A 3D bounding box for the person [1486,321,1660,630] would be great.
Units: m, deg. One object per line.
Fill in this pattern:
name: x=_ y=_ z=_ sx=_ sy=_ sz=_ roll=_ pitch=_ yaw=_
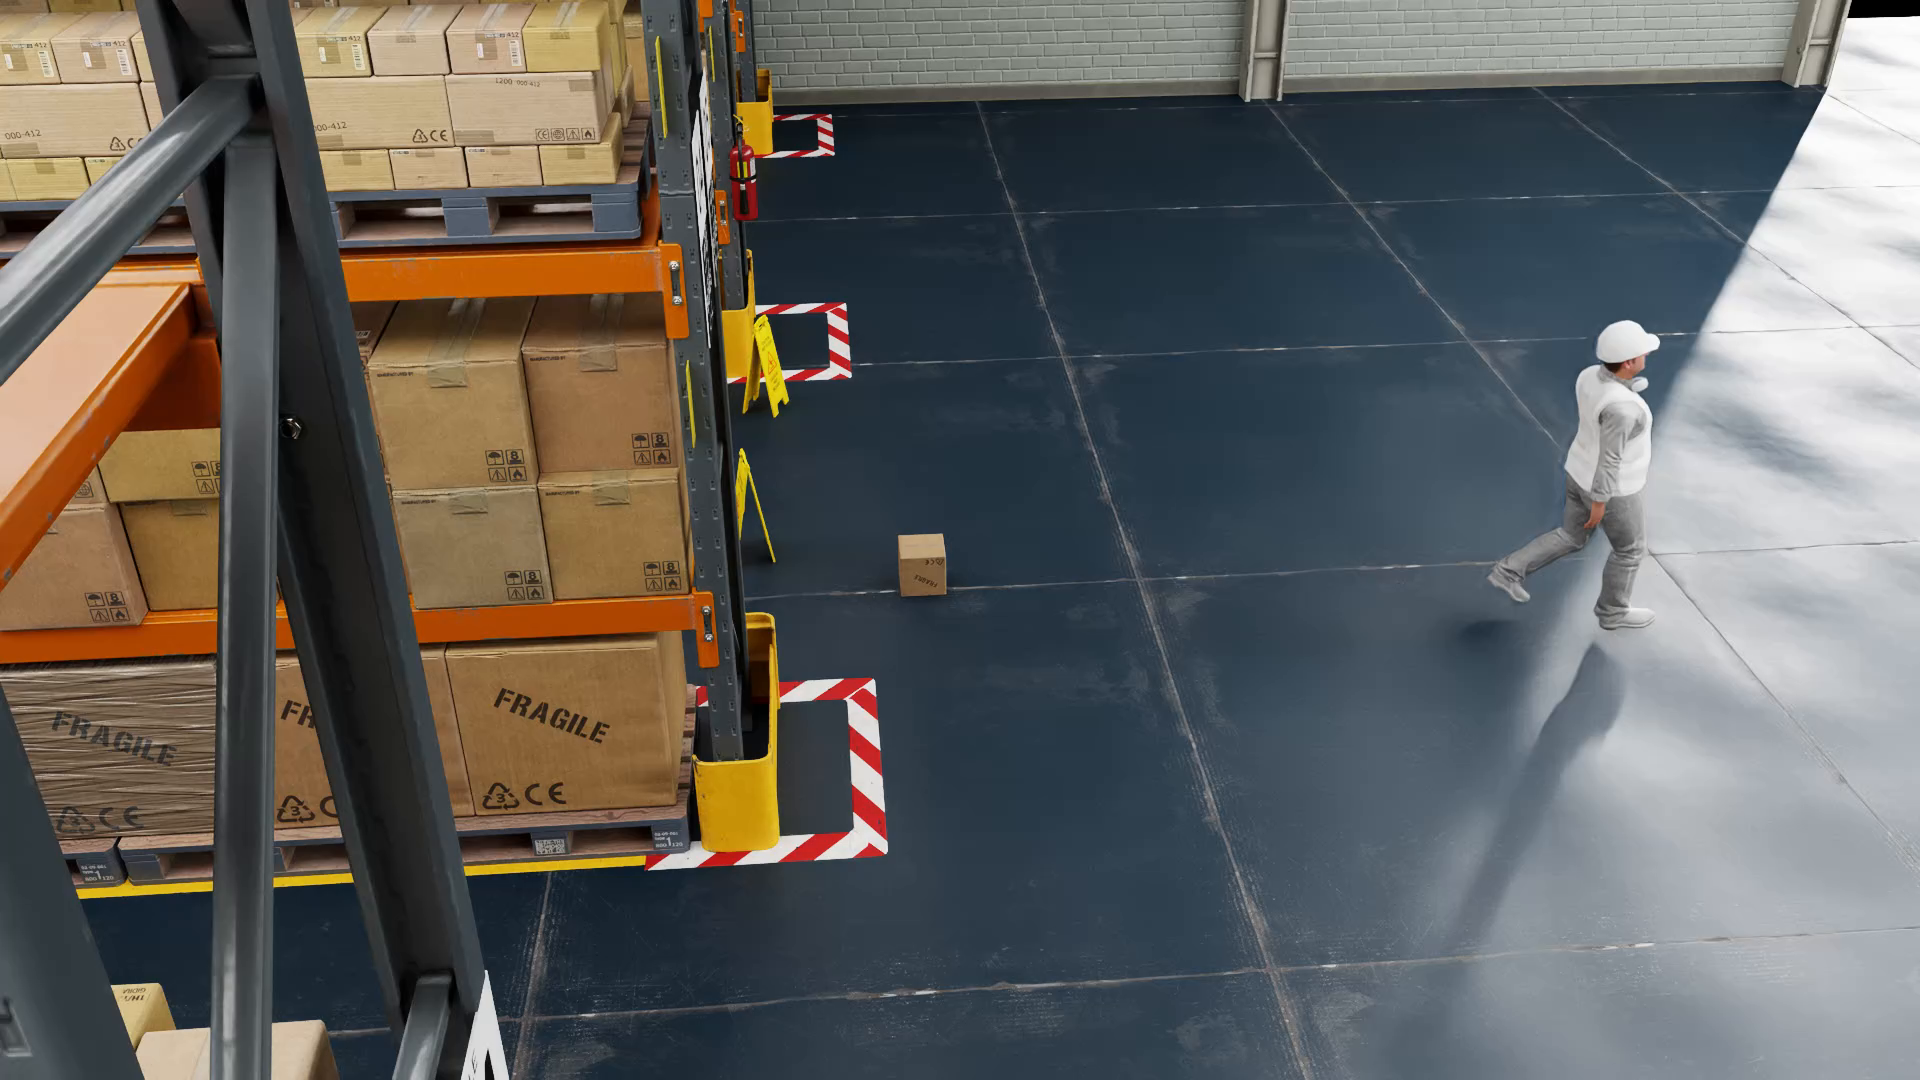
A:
person: x=3.276 y=-0.327 z=8.554 sx=0.891 sy=1.743 sz=0.538 roll=-2 pitch=31 yaw=-4
